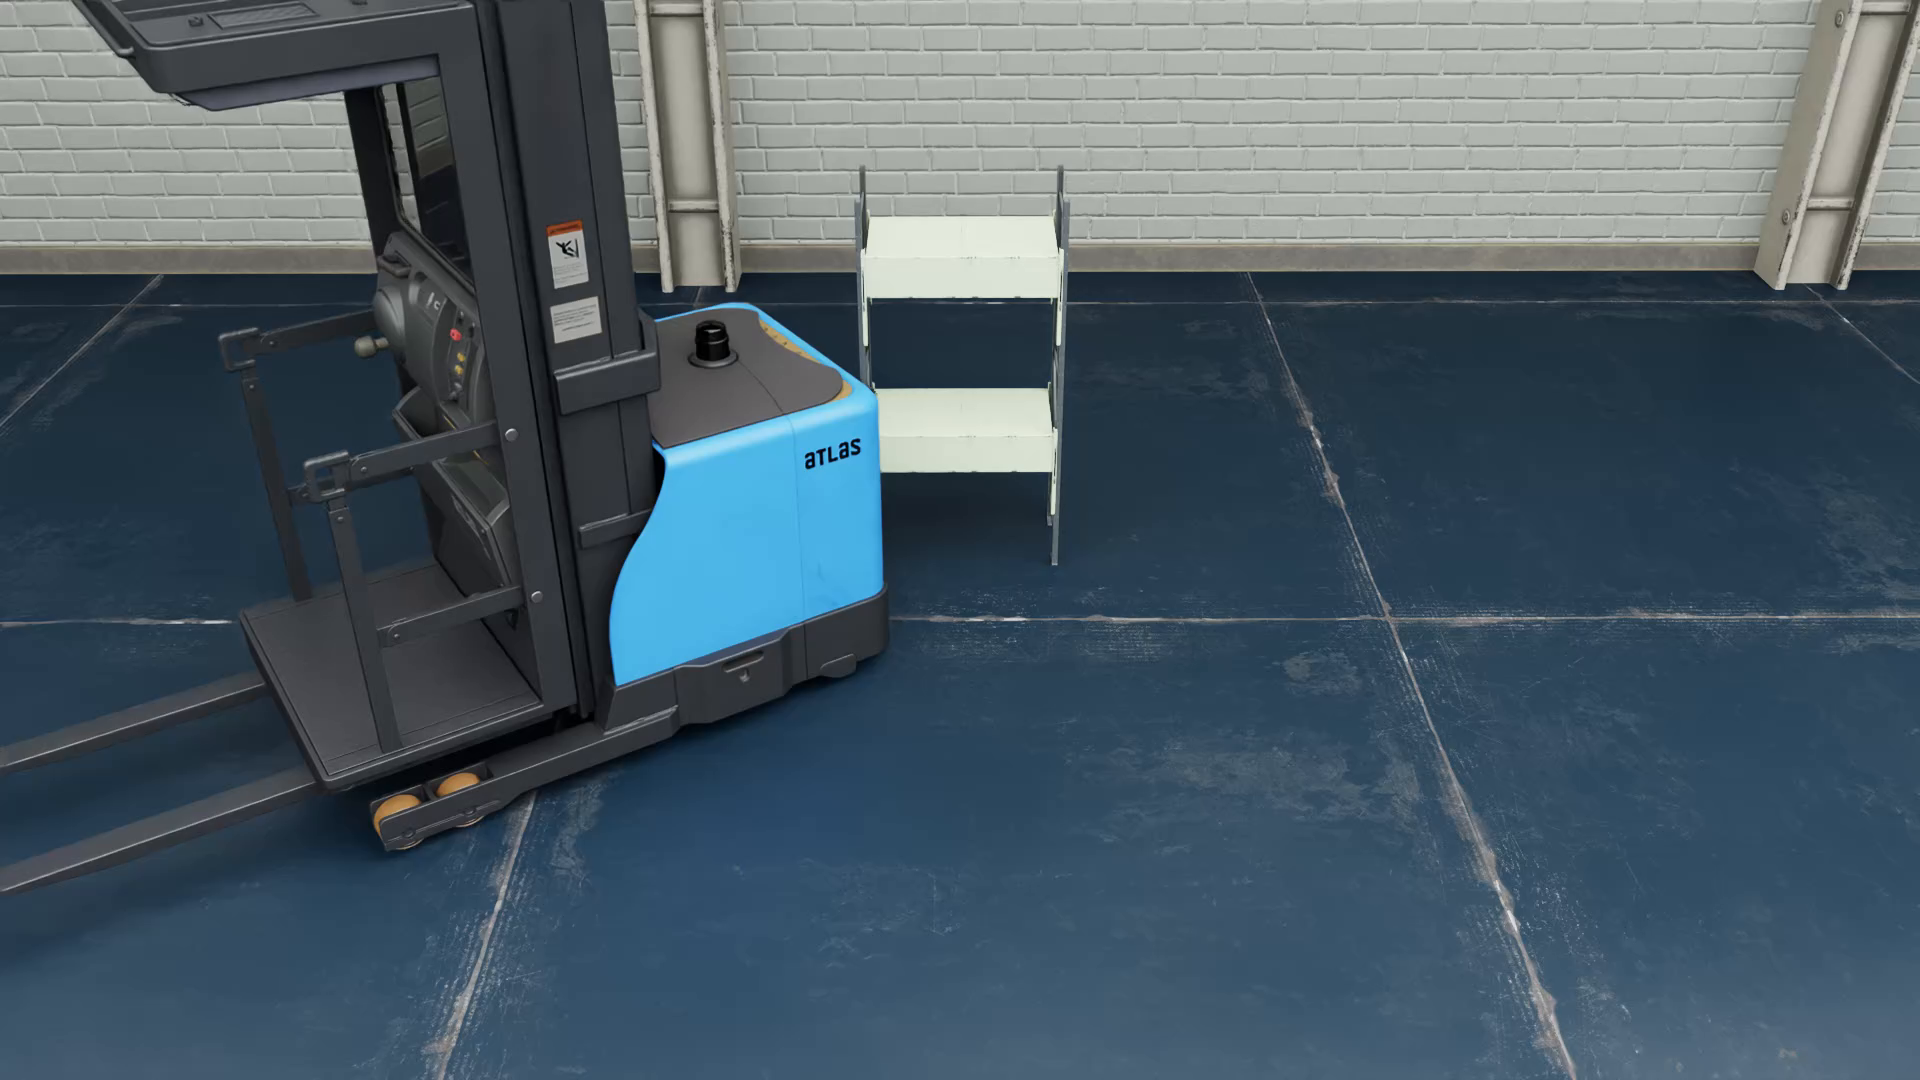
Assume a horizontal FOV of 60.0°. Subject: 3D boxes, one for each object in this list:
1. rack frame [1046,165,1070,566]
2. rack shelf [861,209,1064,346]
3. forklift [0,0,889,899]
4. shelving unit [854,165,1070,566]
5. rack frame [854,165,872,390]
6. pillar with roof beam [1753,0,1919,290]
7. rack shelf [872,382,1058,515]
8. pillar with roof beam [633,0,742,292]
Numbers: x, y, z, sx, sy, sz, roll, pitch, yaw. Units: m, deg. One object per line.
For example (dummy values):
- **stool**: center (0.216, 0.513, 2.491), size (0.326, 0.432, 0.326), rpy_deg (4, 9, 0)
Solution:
- **rack frame**: center (0.373, -0.642, 6.363), size (0.023, 1.500, 0.400), rpy_deg (0, 31, 0)
- **rack shelf**: center (0.007, -0.975, 6.159), size (0.720, 0.370, 0.431), rpy_deg (0, 31, 0)
- **forklift**: center (-1.768, -0.606, 4.923), size (3.031, 2.935, 1.130), rpy_deg (-19, 36, -28)
- **shelving unit**: center (0.007, -0.641, 6.361), size (0.755, 1.500, 0.431), rpy_deg (0, 31, 0)
- **rack frame**: center (-0.359, -0.640, 6.359), size (0.023, 1.500, 0.400), rpy_deg (0, 31, 0)
- **pillar with roof beam**: center (4.621, -3.047, 3.097), size (0.400, 9.000, 9.100), rpy_deg (0, 31, 0)
- **rack shelf**: center (0.007, -0.363, 6.530), size (0.720, 0.370, 0.431), rpy_deg (0, 31, 0)
- **pillar with roof beam**: center (-1.379, -3.028, 3.066), size (0.400, 9.000, 9.100), rpy_deg (0, 31, 0)
